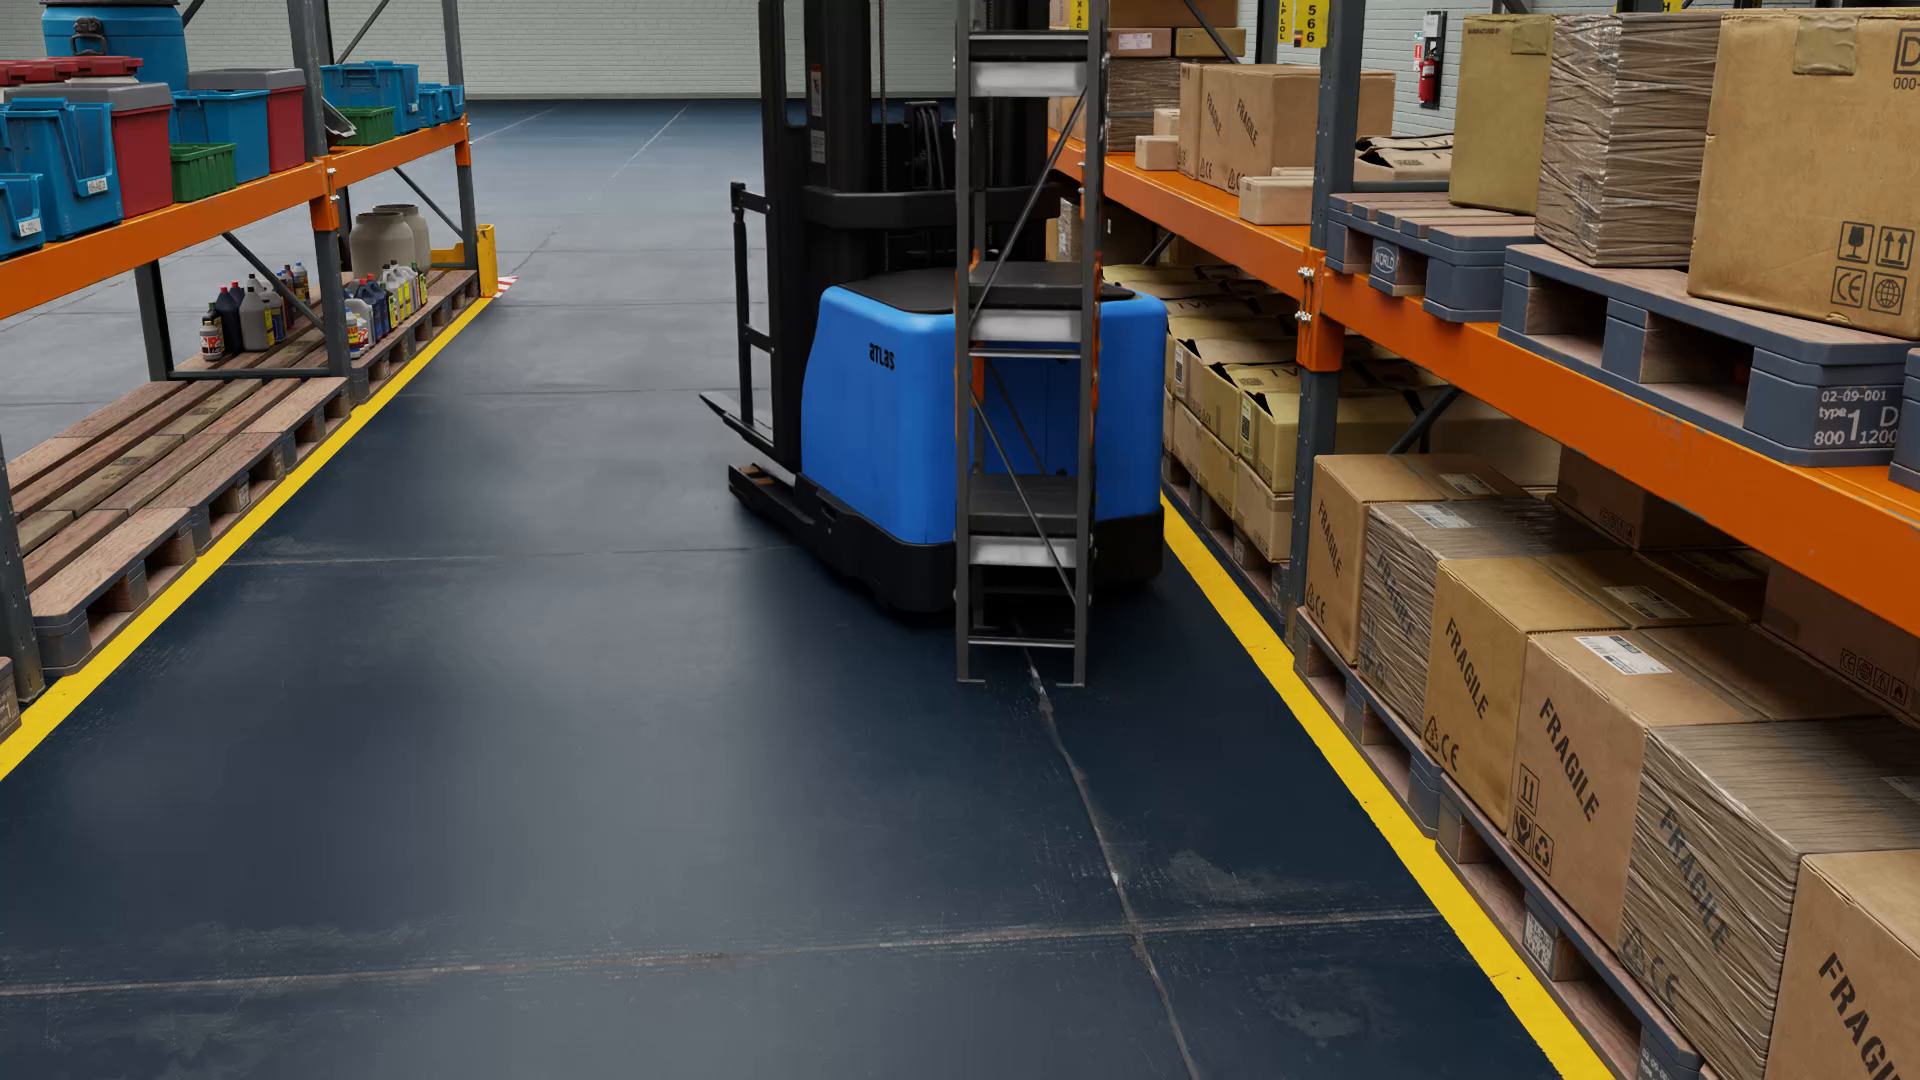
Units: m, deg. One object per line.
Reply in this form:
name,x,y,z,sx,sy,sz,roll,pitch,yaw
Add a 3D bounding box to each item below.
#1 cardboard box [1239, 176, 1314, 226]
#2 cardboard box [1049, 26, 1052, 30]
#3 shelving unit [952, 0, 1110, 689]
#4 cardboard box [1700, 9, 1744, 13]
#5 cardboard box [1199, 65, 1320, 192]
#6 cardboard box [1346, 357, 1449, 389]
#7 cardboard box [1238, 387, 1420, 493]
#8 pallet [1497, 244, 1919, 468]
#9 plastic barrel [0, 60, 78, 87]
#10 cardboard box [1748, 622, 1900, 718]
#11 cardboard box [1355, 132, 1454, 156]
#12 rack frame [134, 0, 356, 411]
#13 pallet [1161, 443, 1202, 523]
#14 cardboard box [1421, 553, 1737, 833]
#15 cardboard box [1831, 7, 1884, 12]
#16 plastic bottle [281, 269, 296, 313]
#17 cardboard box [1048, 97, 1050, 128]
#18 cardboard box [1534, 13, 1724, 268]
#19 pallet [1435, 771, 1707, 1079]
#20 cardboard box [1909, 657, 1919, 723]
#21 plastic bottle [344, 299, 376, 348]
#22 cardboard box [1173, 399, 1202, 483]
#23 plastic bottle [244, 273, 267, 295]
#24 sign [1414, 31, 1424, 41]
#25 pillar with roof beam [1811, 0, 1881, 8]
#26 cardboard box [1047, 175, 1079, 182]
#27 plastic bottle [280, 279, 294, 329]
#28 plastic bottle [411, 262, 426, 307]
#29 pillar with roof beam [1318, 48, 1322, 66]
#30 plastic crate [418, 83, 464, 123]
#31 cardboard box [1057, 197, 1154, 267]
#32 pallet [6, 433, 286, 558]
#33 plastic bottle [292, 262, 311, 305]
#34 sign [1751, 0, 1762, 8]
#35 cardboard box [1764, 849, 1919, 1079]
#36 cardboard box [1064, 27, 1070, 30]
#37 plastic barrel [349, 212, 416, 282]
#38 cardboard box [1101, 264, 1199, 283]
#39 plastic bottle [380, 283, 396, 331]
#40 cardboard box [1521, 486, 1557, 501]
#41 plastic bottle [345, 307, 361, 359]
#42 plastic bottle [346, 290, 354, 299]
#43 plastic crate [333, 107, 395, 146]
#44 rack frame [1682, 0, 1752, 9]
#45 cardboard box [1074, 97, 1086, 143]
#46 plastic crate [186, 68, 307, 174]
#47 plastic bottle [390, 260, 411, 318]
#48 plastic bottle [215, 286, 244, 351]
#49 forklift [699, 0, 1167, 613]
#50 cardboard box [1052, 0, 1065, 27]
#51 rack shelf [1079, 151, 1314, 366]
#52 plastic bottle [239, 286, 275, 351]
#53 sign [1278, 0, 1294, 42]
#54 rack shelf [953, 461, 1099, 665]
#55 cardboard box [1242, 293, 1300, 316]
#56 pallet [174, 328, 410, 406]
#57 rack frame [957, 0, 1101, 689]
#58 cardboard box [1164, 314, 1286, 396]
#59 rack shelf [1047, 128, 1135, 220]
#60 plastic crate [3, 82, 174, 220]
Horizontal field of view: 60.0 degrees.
cardboard box,1.221,-1.220,5.975,0.380,0.149,0.250,-2,18,-6
cardboard box,0.748,-3.240,10.738,0.380,0.149,0.250,-2,18,-5
shelving unit,0.219,-0.617,5.138,0.431,2.100,0.503,2,18,6
cardboard box,5.529,-3.461,11.657,0.500,0.500,0.500,-2,18,-7
cardboard box,1.345,-1.784,7.186,0.500,0.500,0.500,-2,18,-6
cardboard box,1.764,-0.558,6.399,0.500,0.311,0.500,-2,18,-7
cardboard box,1.290,-0.385,5.849,0.500,0.311,0.500,-1,17,-4
pallet,1.794,-0.410,3.295,1.003,0.211,1.213,-2,18,-6
plastic barrel,-3.795,-1.675,6.777,0.433,0.535,0.433,0,17,0
cardboard box,2.032,0.484,3.566,0.500,0.500,0.500,-2,18,-8
cardboard box,1.689,-1.310,5.992,0.500,0.311,0.500,-2,18,-6
rack frame,-3.751,-2.120,8.423,1.000,3.000,0.127,-2,18,-6
pallet,1.420,-0.359,7.469,1.003,0.211,1.213,-2,18,-6
cardboard box,1.458,0.352,3.987,0.500,0.500,0.500,-2,18,-6
cardboard box,5.690,-3.002,10.196,0.500,0.500,0.500,-2,18,-6
plastic bottle,-4.251,-1.568,10.485,0.097,0.271,0.097,0,17,0
cardboard box,0.903,-3.068,11.274,0.700,0.500,0.500,-2,18,-5
cardboard box,1.670,-0.866,3.560,0.700,0.500,0.500,1,17,5
pallet,1.751,0.836,3.661,1.003,0.211,1.213,-2,18,-6
cardboard box,2.091,0.287,2.943,0.500,0.250,0.500,-2,18,-6
plastic bottle,-3.409,-1.235,9.415,0.152,0.276,0.135,-1,17,-4
cardboard box,1.186,-0.422,6.902,0.500,0.250,0.500,-1,17,-4
plastic bottle,-4.157,-1.403,9.825,0.144,0.351,0.185,-2,18,-6
sign,5.824,-6.397,21.103,0.001,0.109,0.331,-2,18,-6
pillar with roof beam,2.341,-6.166,11.293,9.100,9.000,0.400,-2,18,-6
cardboard box,0.715,-2.246,11.461,0.500,0.500,0.500,-2,18,-6
plastic bottle,-4.064,-1.423,10.001,0.061,0.283,0.133,-2,18,-6
plastic bottle,-3.508,-1.658,10.751,0.061,0.283,0.133,-1,17,-4
pillar with roof beam,1.103,-9.741,22.680,9.100,9.000,0.400,-2,18,-6
plastic crate,-3.814,-3.101,11.796,0.499,0.251,0.616,-2,18,-6
cardboard box,0.871,-1.799,10.038,0.500,0.500,0.500,-2,18,-6
pallet,-3.503,-0.193,6.939,1.003,0.211,1.213,-2,18,-6
plastic bottle,-4.287,-1.670,10.811,0.097,0.271,0.097,0,17,0
sign,6.245,-4.333,13.009,0.100,0.325,0.005,-2,18,-6
cardboard box,1.623,0.808,2.534,0.500,0.500,0.500,-2,18,-5
cardboard box,0.832,-3.007,9.998,0.380,0.149,0.250,-2,18,-6
plastic barrel,-3.968,-1.982,11.436,0.421,0.512,0.421,0,17,0
cardboard box,0.971,-1.297,8.755,0.500,0.311,0.500,-2,18,-5
plastic bottle,-3.417,-1.394,9.911,0.061,0.283,0.133,-1,17,-3
cardboard box,1.827,-0.134,5.986,0.500,0.250,0.500,-2,18,-6
plastic bottle,-3.348,-1.137,9.111,0.097,0.271,0.097,0,17,0
plastic bottle,-3.557,-1.321,9.698,0.097,0.271,0.097,0,17,0
plastic crate,-3.610,-2.432,9.771,0.450,0.188,0.662,-2,18,-6
rack frame,5.691,-3.618,13.194,1.000,3.000,0.127,-2,18,-6
cardboard box,1.063,-2.609,9.812,0.700,0.500,0.500,-2,18,-6
plastic crate,-3.397,-2.016,7.984,0.402,0.464,0.583,-2,18,-6
plastic bottle,-3.504,-1.558,10.320,0.144,0.351,0.185,-1,17,-3
plastic bottle,-4.104,-1.249,9.337,0.144,0.351,0.185,-2,18,-7
forklift,-0.344,-1.549,6.717,1.130,2.935,3.031,-8,19,-24
cardboard box,0.969,-3.519,10.547,0.700,0.500,0.500,-2,18,-6
rack shelf,1.382,-1.333,7.117,1.077,0.370,4.000,-2,18,-6
plastic bottle,-3.961,-1.254,9.351,0.144,0.351,0.185,-2,18,-6
sign,1.715,-2.807,8.808,0.100,0.325,0.005,-2,18,-6
rack shelf,0.219,0.063,5.352,0.431,0.518,0.480,2,18,6
cardboard box,1.612,-1.013,7.849,0.500,0.311,0.500,-2,18,-6
pallet,-3.779,-0.991,9.482,1.003,0.211,1.213,-2,18,-6
rack frame,0.191,-0.545,4.907,0.400,2.100,0.015,2,18,6
cardboard box,1.131,-0.839,7.296,0.500,0.311,0.500,-1,17,-4
rack shelf,0.970,-2.525,10.913,1.077,0.370,4.000,-2,18,-6
plastic crate,-3.201,-1.450,6.181,0.402,0.464,0.583,-2,18,-6
